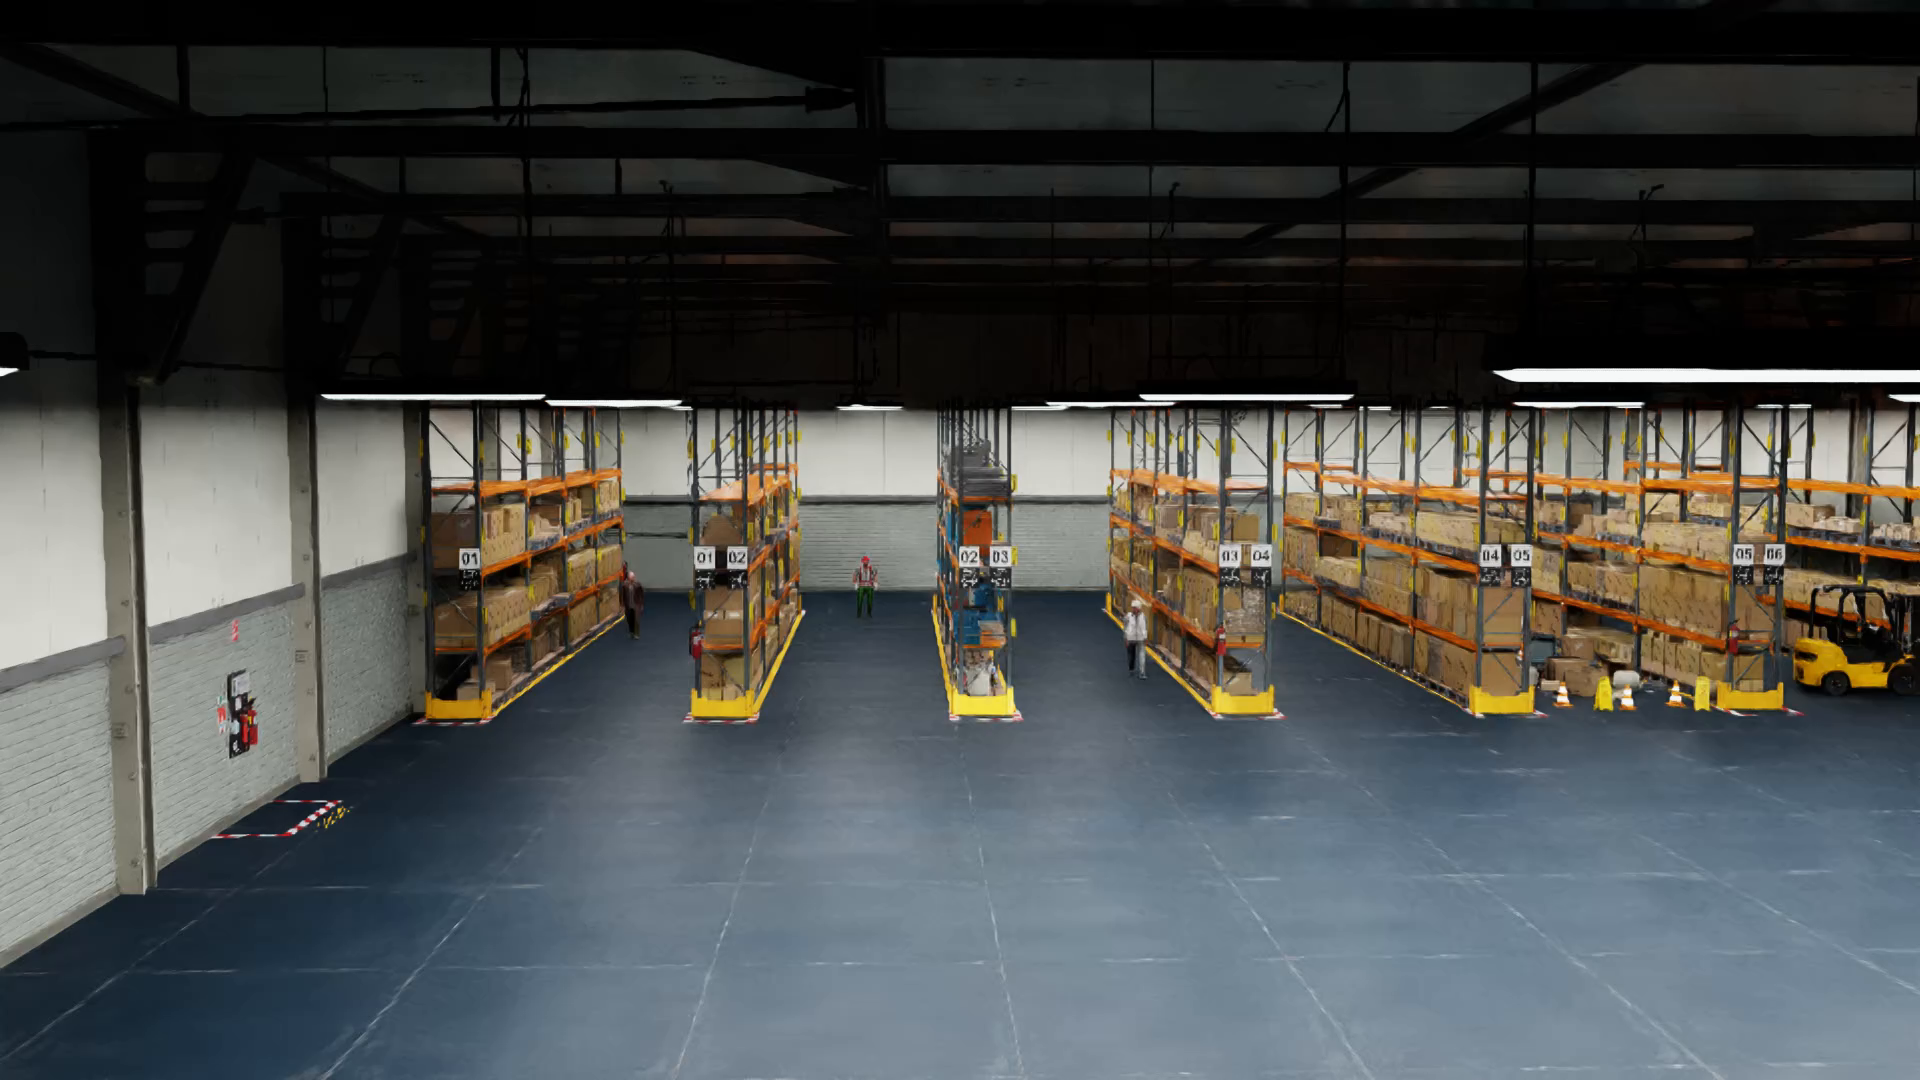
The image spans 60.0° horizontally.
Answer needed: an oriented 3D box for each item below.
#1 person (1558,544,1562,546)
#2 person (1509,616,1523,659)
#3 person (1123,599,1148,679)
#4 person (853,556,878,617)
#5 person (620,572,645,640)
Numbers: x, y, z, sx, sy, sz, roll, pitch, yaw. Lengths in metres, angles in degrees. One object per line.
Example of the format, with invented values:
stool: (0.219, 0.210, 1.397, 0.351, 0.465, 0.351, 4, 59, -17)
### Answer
person: (17.953, 1.001, 49.614, 0.387, 1.759, 0.646, -3, 5, -34)
person: (12.661, 1.944, 38.068, 0.541, 1.657, 0.598, 2, 5, 27)
person: (3.764, 2.105, 35.671, 0.544, 1.698, 1.100, 0, 4, 2)
person: (-2.631, 1.290, 46.259, 0.677, 1.742, 0.552, 0, 4, -4)
person: (-8.229, 1.632, 41.690, 0.601, 1.696, 1.184, 0, 4, -4)
